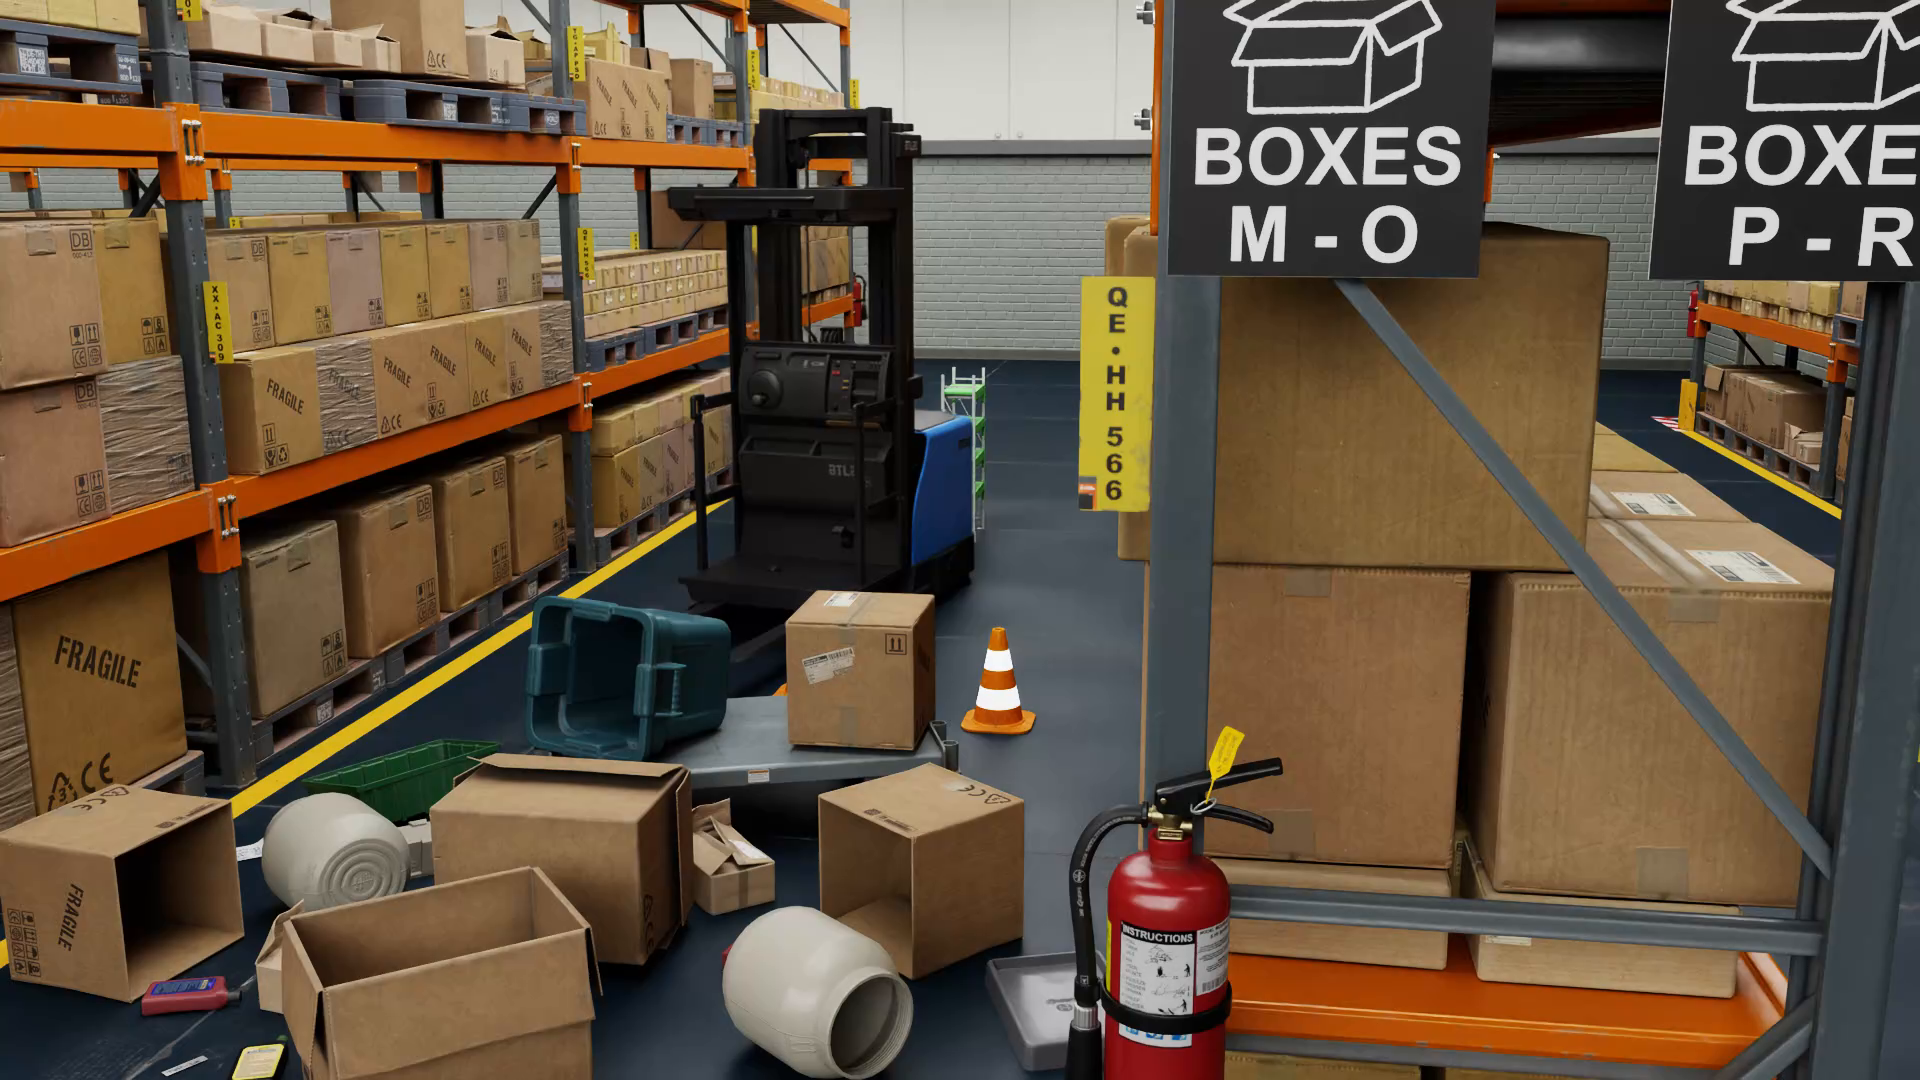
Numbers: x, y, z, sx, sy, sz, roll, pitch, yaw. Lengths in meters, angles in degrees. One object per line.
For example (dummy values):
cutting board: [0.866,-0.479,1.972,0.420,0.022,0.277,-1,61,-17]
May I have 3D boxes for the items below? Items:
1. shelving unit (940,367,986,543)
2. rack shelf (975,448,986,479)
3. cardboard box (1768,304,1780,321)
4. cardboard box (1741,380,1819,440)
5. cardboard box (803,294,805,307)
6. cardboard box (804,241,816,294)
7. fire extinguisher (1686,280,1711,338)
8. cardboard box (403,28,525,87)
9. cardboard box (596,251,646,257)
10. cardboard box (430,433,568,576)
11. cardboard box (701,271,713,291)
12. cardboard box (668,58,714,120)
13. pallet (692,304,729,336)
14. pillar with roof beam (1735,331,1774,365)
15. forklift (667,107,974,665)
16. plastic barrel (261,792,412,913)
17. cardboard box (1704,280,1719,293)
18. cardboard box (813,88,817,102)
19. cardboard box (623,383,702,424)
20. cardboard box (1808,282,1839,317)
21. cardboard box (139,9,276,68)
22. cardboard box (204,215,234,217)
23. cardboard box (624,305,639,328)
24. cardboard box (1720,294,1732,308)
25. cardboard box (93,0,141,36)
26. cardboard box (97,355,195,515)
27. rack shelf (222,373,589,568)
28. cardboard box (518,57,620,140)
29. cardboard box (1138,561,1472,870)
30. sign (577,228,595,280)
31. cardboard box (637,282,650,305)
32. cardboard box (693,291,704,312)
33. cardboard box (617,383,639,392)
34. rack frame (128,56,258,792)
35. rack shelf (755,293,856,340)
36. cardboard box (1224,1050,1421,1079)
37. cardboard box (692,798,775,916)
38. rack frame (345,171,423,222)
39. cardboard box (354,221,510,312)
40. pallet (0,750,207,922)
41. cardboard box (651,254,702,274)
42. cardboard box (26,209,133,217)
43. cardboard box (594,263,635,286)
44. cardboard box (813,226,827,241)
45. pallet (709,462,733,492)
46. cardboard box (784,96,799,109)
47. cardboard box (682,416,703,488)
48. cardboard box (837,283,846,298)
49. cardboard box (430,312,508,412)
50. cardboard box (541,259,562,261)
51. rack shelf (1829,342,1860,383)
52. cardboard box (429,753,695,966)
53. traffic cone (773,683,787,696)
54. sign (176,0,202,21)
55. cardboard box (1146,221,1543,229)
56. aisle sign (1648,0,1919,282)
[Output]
shelving unit: [0.025,-0.621,12.027,0.258,1.200,0.503,2,12,9]
rack shelf: [0.025,-0.559,12.040,0.258,0.148,0.480,2,12,9]
cardboard box: [7.567,-2.068,15.064,0.380,0.149,0.250,2,12,9]
cardboard box: [7.590,-1.204,15.395,0.500,0.500,0.500,2,12,10]
cardboard box: [-1.765,-2.407,16.636,0.380,0.149,0.250,2,12,10]
cardboard box: [-1.739,-2.703,16.474,0.500,0.500,0.500,3,12,11]
fire extinguisher: [7.694,-2.454,17.327,0.296,0.674,0.183,2,12,9]
cardboard box: [-2.779,-2.712,9.314,0.500,0.311,0.500,2,12,9]
cardboard box: [-2.851,-2.343,13.931,0.380,0.149,0.250,2,12,10]
cardboard box: [-3.097,-0.244,10.348,1.050,0.750,0.750,2,12,8]
cardboard box: [-2.246,-2.127,13.636,0.380,0.149,0.250,2,12,11]
cardboard box: [-2.466,-3.740,13.873,0.700,0.500,0.500,2,12,9]
pallet: [-2.561,-1.847,13.897,1.003,0.211,1.213,2,12,9]
pillar with roof beam: [5.179,-6.232,19.552,9.100,9.000,0.400,2,12,9]
forklift: [-0.913,-0.927,9.339,1.130,2.935,3.031,5,13,21]
plastic barrel: [-2.189,1.116,5.811,0.421,0.421,0.512,-10,16,-40]
cardboard box: [7.792,-2.614,16.654,0.500,0.250,0.500,2,12,9]
cardboard box: [-1.651,-4.470,16.718,0.380,0.149,0.250,2,12,7]
cardboard box: [-2.324,-1.064,12.969,0.500,0.250,0.500,1,12,6]
cardboard box: [7.350,-1.981,13.717,0.500,0.250,0.500,2,12,10]
cardboard box: [-3.557,-2.341,7.737,0.500,0.250,0.500,2,12,8]
cardboard box: [-7.297,-2.924,16.310,0.500,0.500,0.500,2,12,9]
cardboard box: [-2.524,-1.599,11.894,0.380,0.149,0.250,2,12,11]
cardboard box: [7.813,-2.391,16.565,0.380,0.149,0.250,2,12,10]
cardboard box: [-3.270,-1.941,6.122,0.380,0.149,0.250,2,12,8]
cardboard box: [-3.575,-0.426,6.492,0.875,0.550,0.550,2,12,9]
rack shelf: [-3.222,-0.494,8.874,1.077,0.370,4.000,2,12,9]
cardboard box: [-2.564,-2.888,10.915,0.500,0.500,0.500,2,12,9]
cardboard box: [0.573,0.226,2.879,0.500,0.500,0.500,2,12,8]
sign: [-2.366,-1.811,10.527,0.100,0.325,0.005,2,12,9]
cardboard box: [-2.487,-1.801,12.122,0.380,0.149,0.250,2,12,9]
cardboard box: [-2.283,-1.930,13.429,0.380,0.149,0.250,1,12,6]
cardboard box: [-2.836,-1.082,13.053,0.500,0.250,0.500,2,12,11]
rack frame: [-3.530,-0.429,6.866,1.000,3.000,0.127,2,12,9]
rack shelf: [-1.992,-2.159,16.601,1.077,0.370,4.000,2,12,9]
cardboard box: [0.627,1.140,3.335,0.500,0.500,0.500,2,12,9]
cardboard box: [-0.869,1.146,6.043,0.258,0.266,0.396,-7,14,-30]
rack frame: [-6.570,-3.109,19.300,1.000,3.000,0.127,2,12,9]
cardboard box: [-3.070,-1.601,9.693,0.700,0.500,0.500,2,12,8]
pallet: [-3.724,1.089,6.437,1.003,0.211,1.213,2,12,9]
cardboard box: [-2.291,-2.214,13.333,0.380,0.149,0.250,2,12,8]
cardboard box: [-7.392,-2.540,14.041,0.797,0.503,0.637,2,12,9]
cardboard box: [-2.530,-1.887,11.818,0.380,0.149,0.250,1,12,6]
cardboard box: [-1.658,-3.293,16.837,0.500,0.500,0.500,3,12,12]
pallet: [-2.418,-0.569,14.135,1.003,0.211,1.213,2,12,9]
cardboard box: [-1.816,-4.032,15.634,0.500,0.250,0.500,2,12,10]
cardboard box: [-2.327,-0.702,13.069,0.500,0.500,0.500,2,12,7]
cardboard box: [-1.455,-2.728,18.126,0.380,0.149,0.250,2,12,9]
cardboard box: [-2.874,-1.001,9.279,0.500,0.500,0.500,2,12,8]
cardboard box: [-3.091,-2.021,12.440,0.380,0.149,0.250,2,12,11]
rack shelf: [7.205,-1.027,11.348,1.077,0.370,4.000,2,12,9]
cardboard box: [-1.334,1.054,5.586,0.797,0.637,0.503,2,12,9]
traffic cone: [-0.759,0.554,8.325,0.336,0.463,0.334,2,12,9]
sign: [-2.981,-2.170,6.405,0.100,0.325,0.005,2,12,9]
cardboard box: [0.710,-0.359,3.222,0.700,0.500,0.500,2,12,9]
aisle sign: [1.058,-0.705,1.975,0.394,0.787,0.004,2,12,9]
